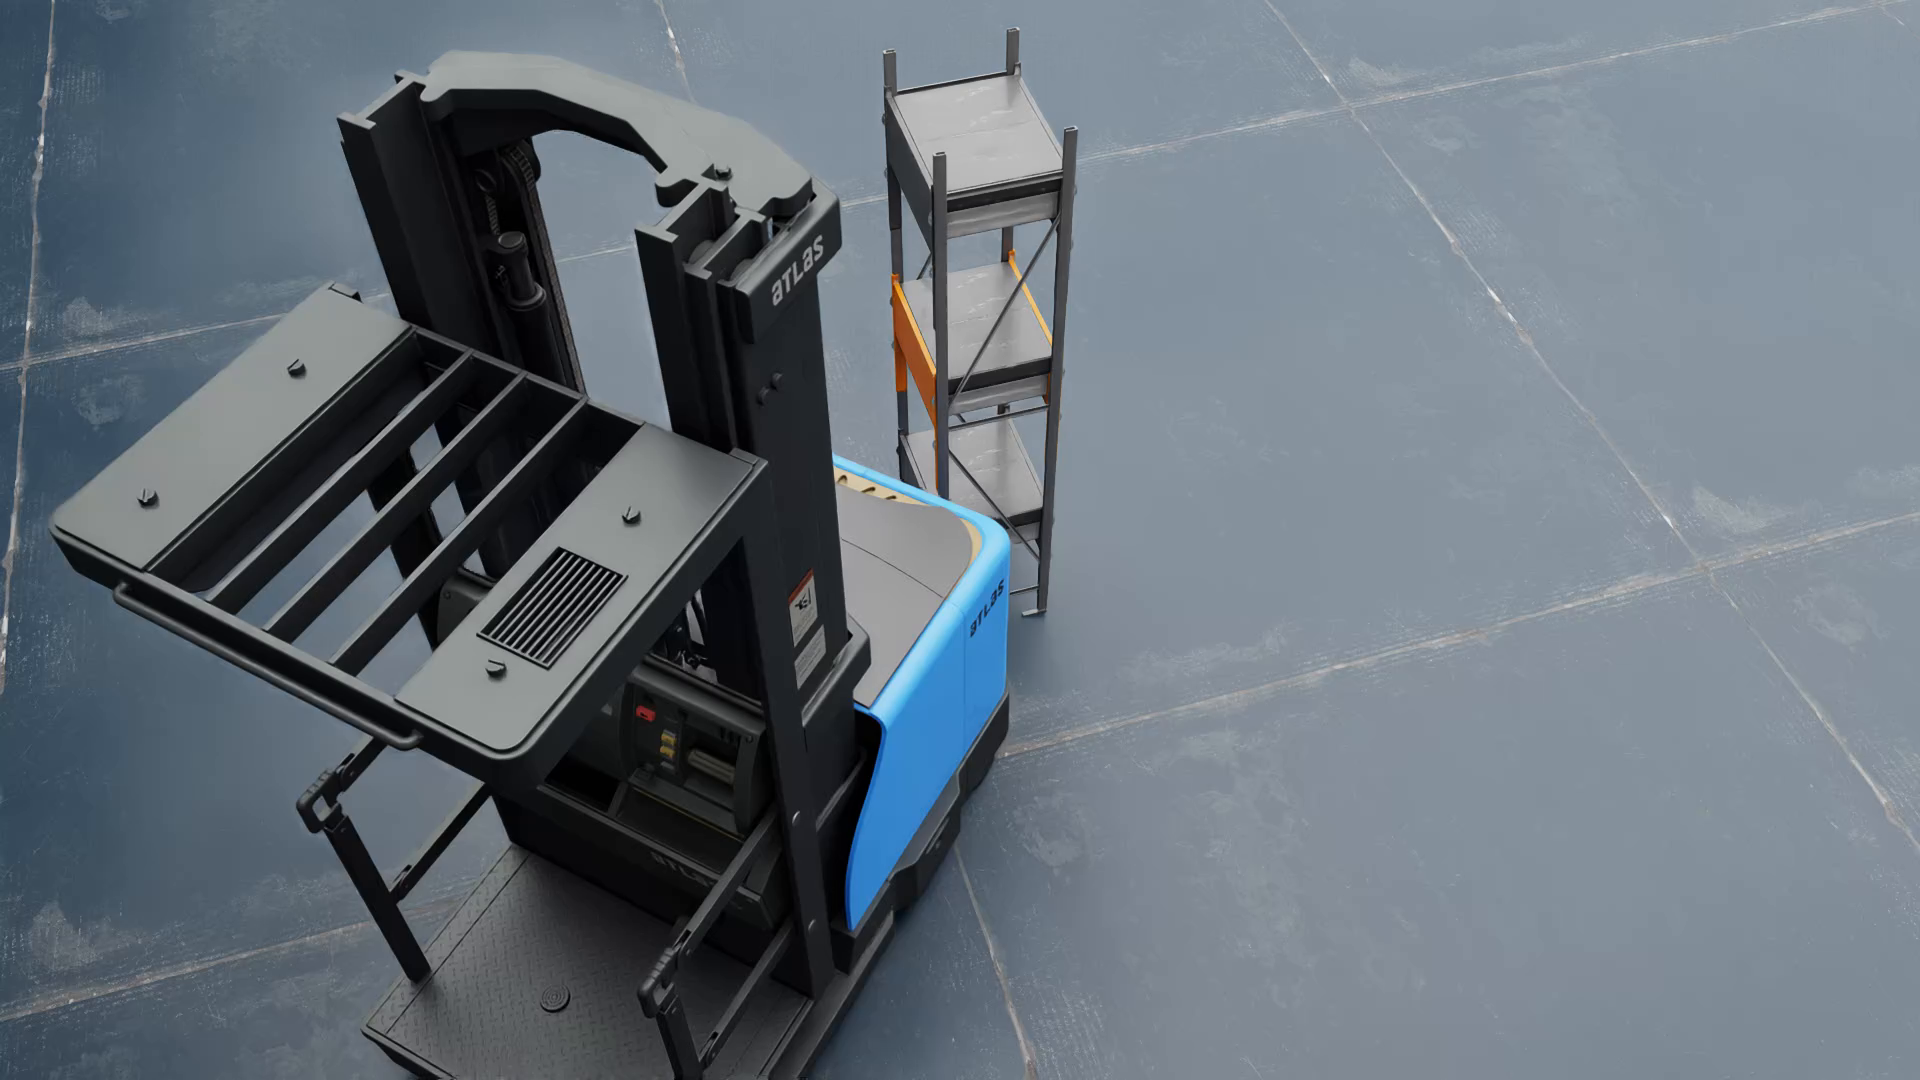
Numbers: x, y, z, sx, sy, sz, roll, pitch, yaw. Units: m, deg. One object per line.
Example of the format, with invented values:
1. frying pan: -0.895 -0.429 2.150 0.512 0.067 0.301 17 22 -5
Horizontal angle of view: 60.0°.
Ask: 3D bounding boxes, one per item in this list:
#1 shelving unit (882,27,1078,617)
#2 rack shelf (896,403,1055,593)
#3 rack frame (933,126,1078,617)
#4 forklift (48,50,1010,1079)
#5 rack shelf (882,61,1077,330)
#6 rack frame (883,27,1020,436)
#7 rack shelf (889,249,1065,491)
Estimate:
1. shelving unit: 0.049 -0.556 5.345 0.431 2.100 0.503 -13 51 -11
2. rack shelf: 0.049 -0.096 5.891 0.431 0.518 0.480 -13 51 -11
3. rack frame: 0.121 -0.378 5.195 0.400 2.100 0.015 -13 51 -11
4. forklift: -0.981 0.523 3.892 1.130 2.935 3.031 22 53 18
5. rack shelf: 0.049 -0.998 4.821 0.431 0.518 0.480 -13 51 -11
6. rack frame: -0.023 -0.734 5.496 0.400 2.100 0.015 -13 51 -11
7. rack shelf: 0.049 -0.547 5.356 0.431 0.518 0.480 -13 51 -11
